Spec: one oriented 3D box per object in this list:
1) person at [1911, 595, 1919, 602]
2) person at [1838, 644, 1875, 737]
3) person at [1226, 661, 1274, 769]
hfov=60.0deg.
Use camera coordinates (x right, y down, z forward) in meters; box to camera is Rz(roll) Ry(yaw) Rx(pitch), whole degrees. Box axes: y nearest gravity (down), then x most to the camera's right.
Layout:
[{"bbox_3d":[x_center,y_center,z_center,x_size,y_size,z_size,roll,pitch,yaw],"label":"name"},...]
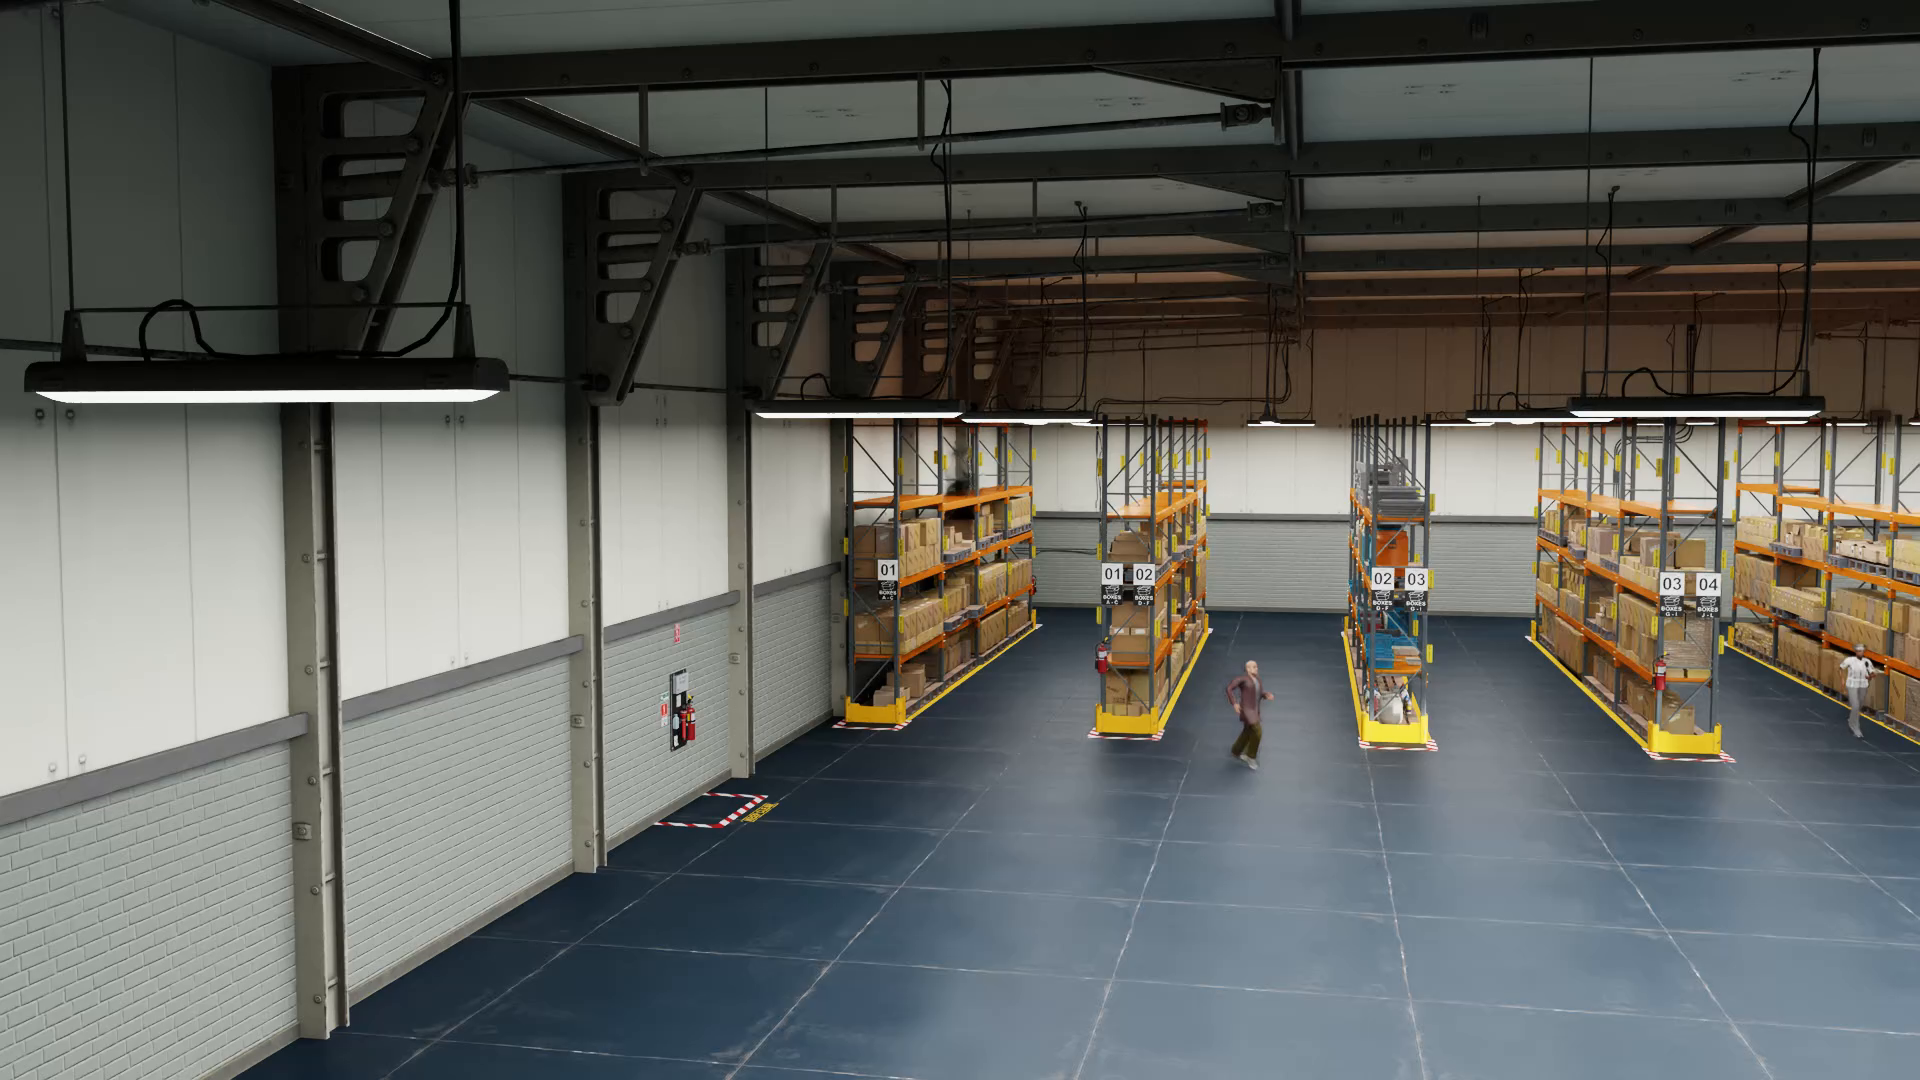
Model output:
[{"bbox_3d":[25.587,2.006,44.432,0.576,1.538,0.588,2,4,30],"label":"person"},{"bbox_3d":[16.845,2.781,31.213,0.580,1.712,0.856,0,4,7],"label":"person"},{"bbox_3d":[4.937,2.966,28.303,0.836,1.840,0.688,3,5,40],"label":"person"}]
